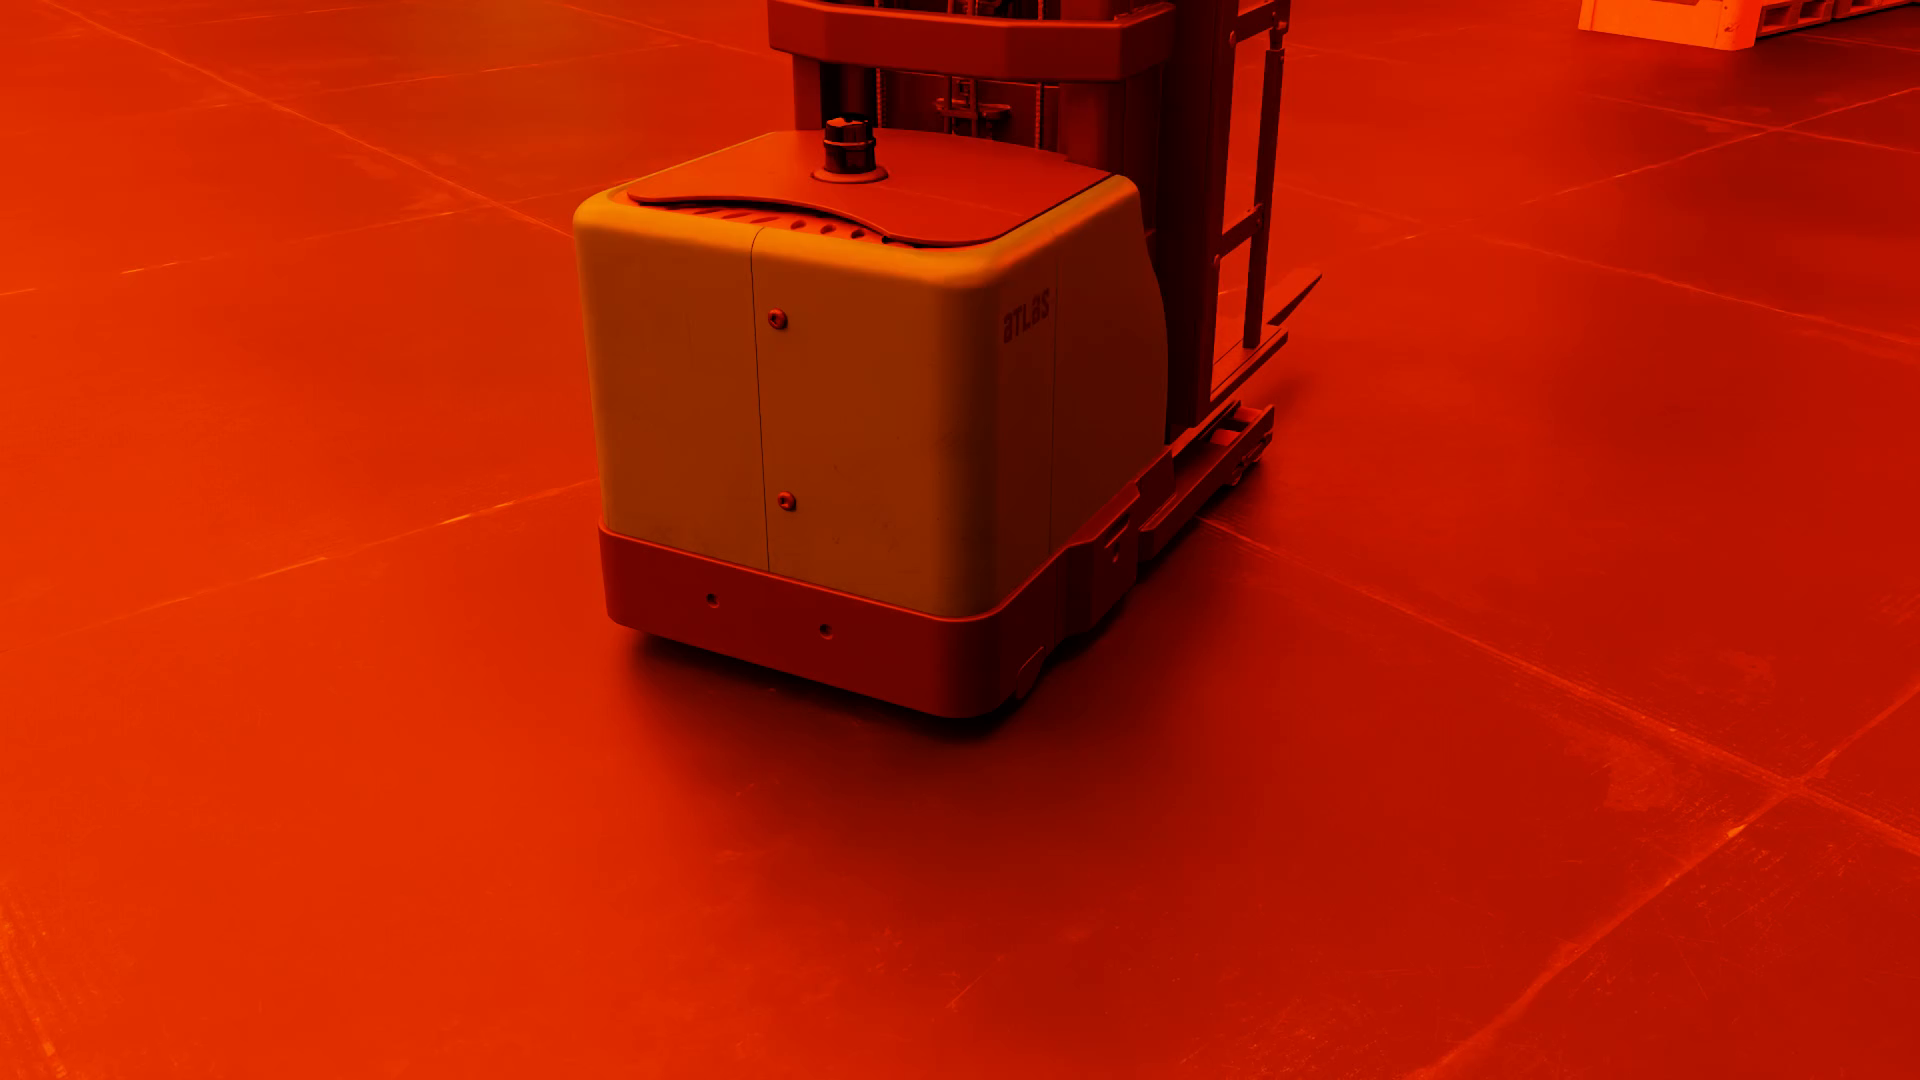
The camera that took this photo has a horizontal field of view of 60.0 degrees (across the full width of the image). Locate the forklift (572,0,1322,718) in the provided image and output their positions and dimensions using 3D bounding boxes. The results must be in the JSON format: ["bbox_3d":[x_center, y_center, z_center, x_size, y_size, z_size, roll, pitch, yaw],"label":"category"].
[{"bbox_3d":[0.285,-1.552,4.331,1.130,2.935,3.031,13,29,25],"label":"forklift"}]
